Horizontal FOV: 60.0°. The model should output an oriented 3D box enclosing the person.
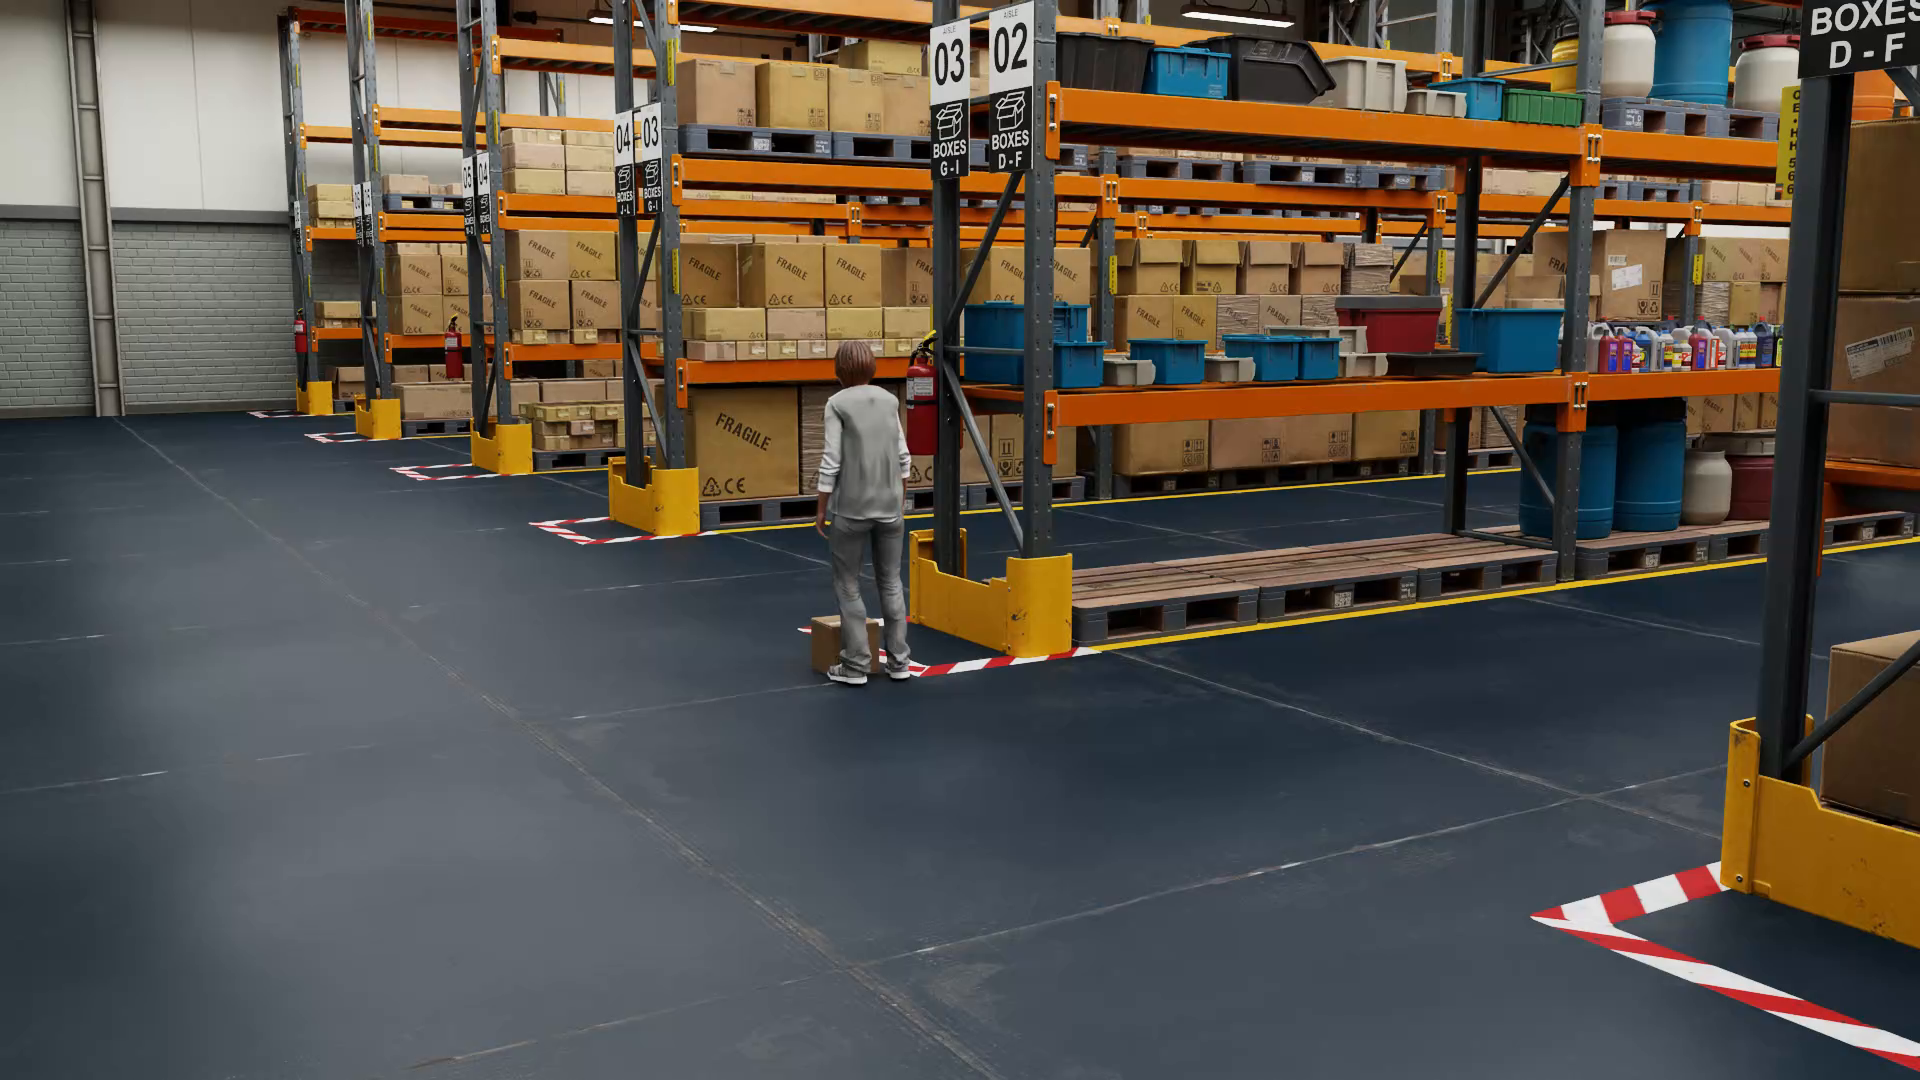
[{"bbox_3d":[-0.444,-0.127,7.730,0.479,1.594,0.311,-5,10,-30],"label":"person"}]
